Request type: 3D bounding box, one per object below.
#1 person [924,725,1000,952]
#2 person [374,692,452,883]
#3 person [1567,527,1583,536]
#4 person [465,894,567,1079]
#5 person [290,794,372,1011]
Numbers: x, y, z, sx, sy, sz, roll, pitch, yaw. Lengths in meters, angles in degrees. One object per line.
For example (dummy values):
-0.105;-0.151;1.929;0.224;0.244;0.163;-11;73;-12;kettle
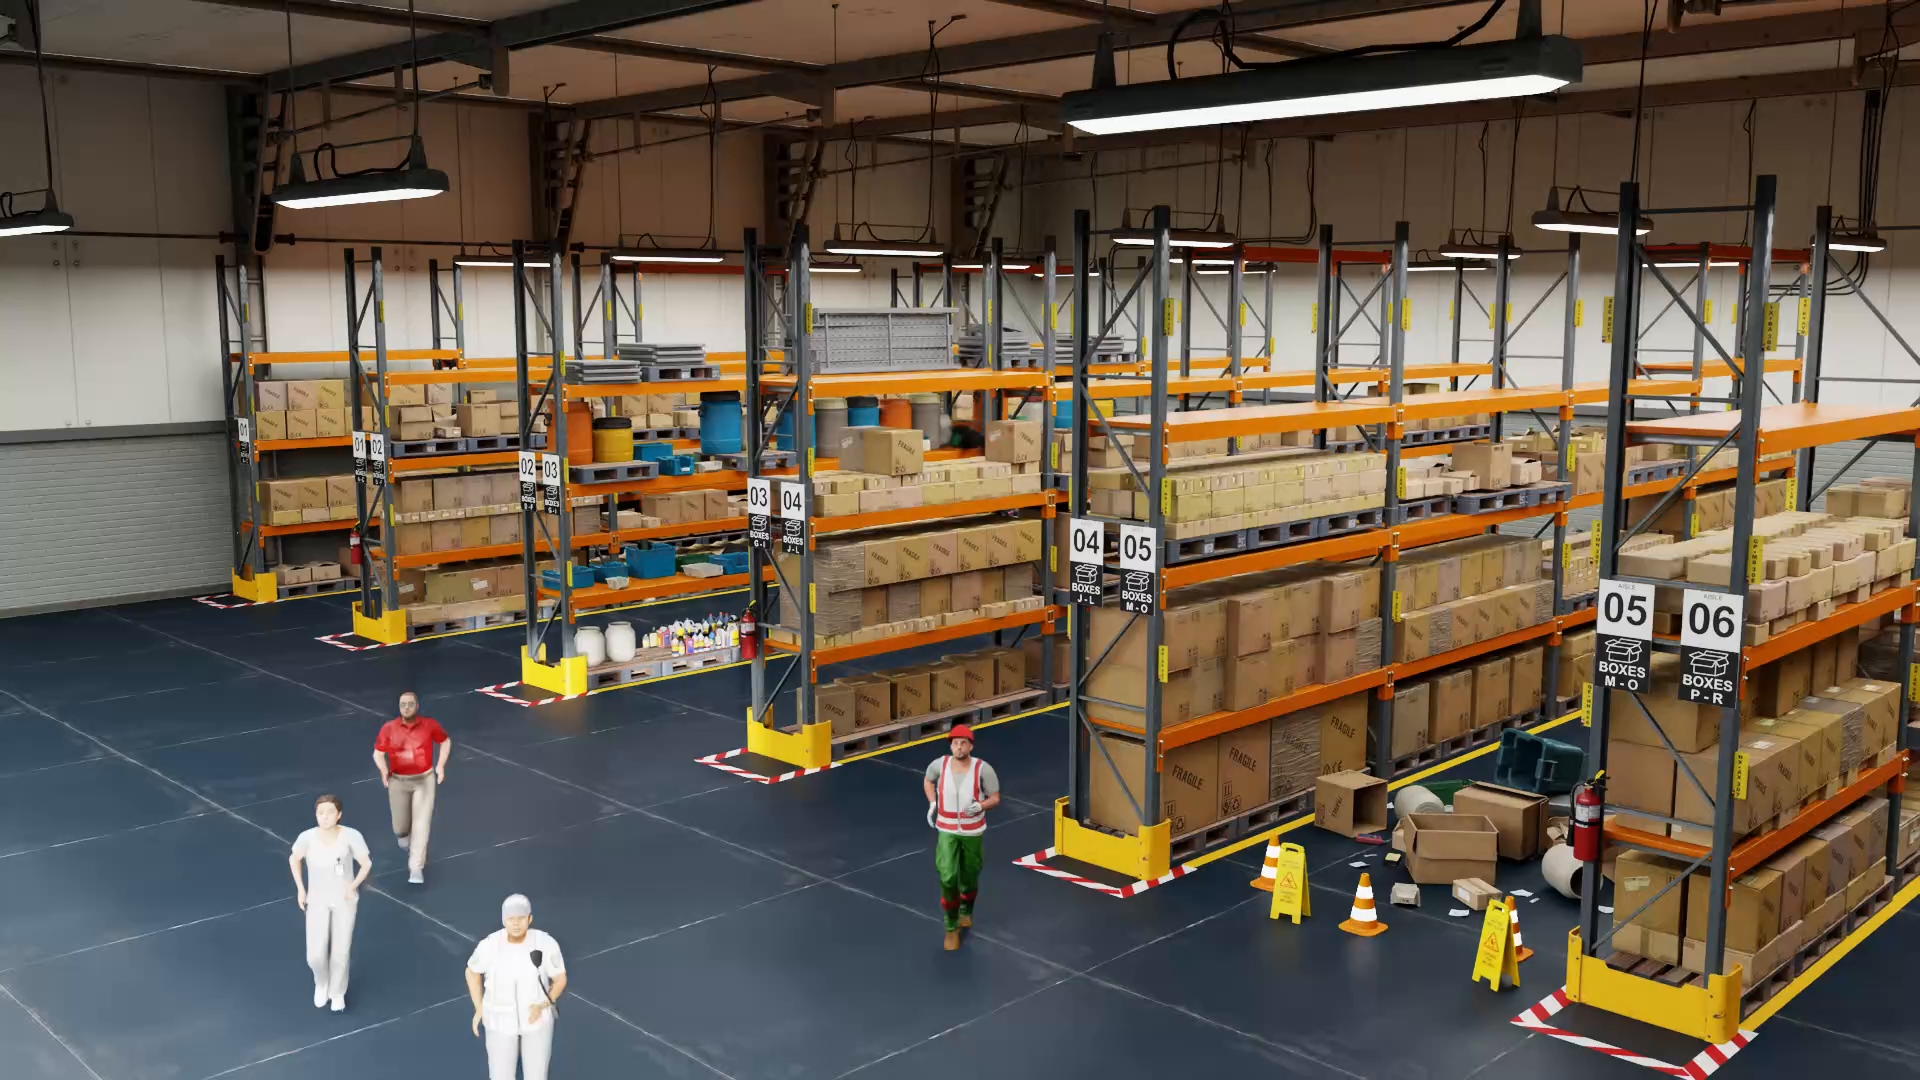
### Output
0.007;2.395;13.487;0.629;1.828;0.701;0;8;3;person
-4.961;2.214;15.107;0.677;1.685;0.835;-2;8;-16;person
9.585;0.631;26.062;0.595;1.699;0.883;8;11;43;person
-2.677;2.952;10.079;0.600;1.625;0.538;-2;8;-15;person
-4.566;2.653;12.092;0.573;1.637;0.569;-2;8;-17;person
